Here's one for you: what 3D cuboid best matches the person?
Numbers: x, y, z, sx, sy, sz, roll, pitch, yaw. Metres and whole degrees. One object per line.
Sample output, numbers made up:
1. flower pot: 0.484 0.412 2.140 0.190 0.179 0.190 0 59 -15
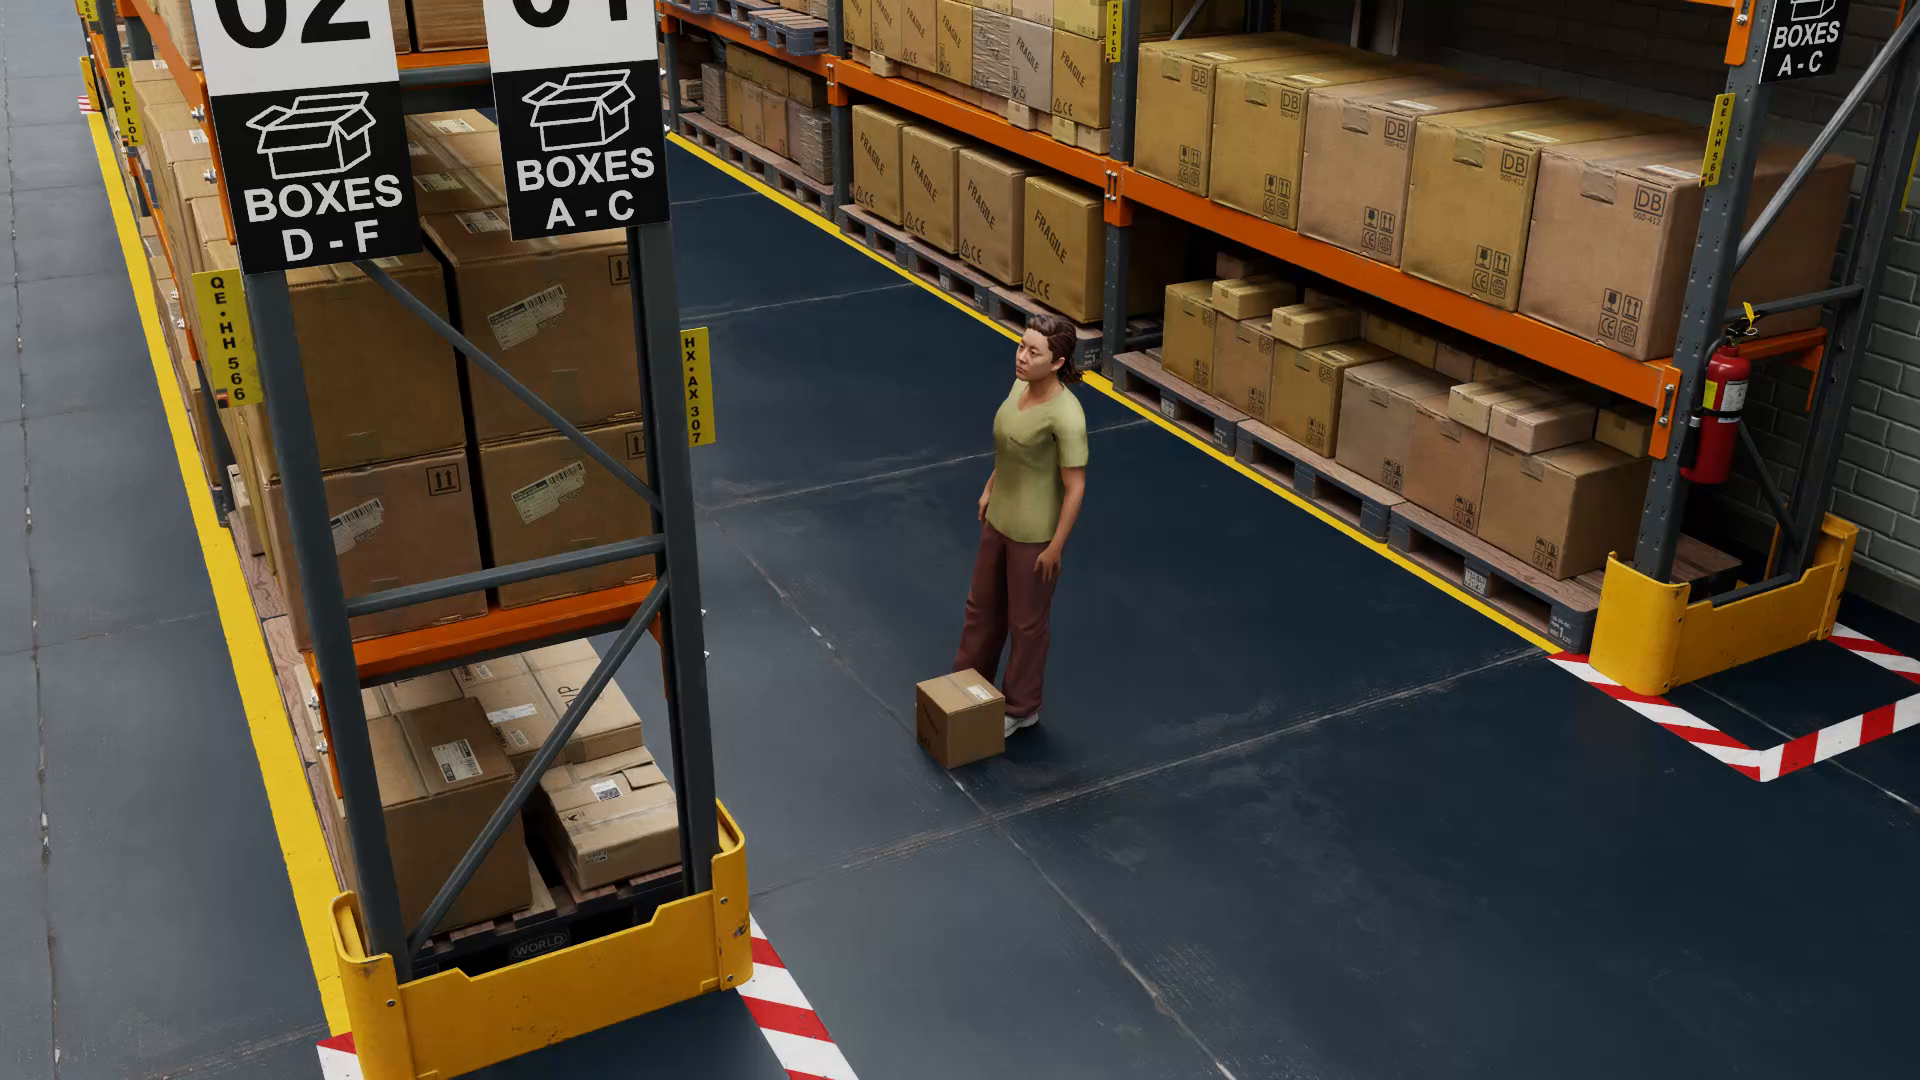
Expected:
1. person: 0.179 -0.026 6.146 0.549 1.676 0.555 -13 28 -25
